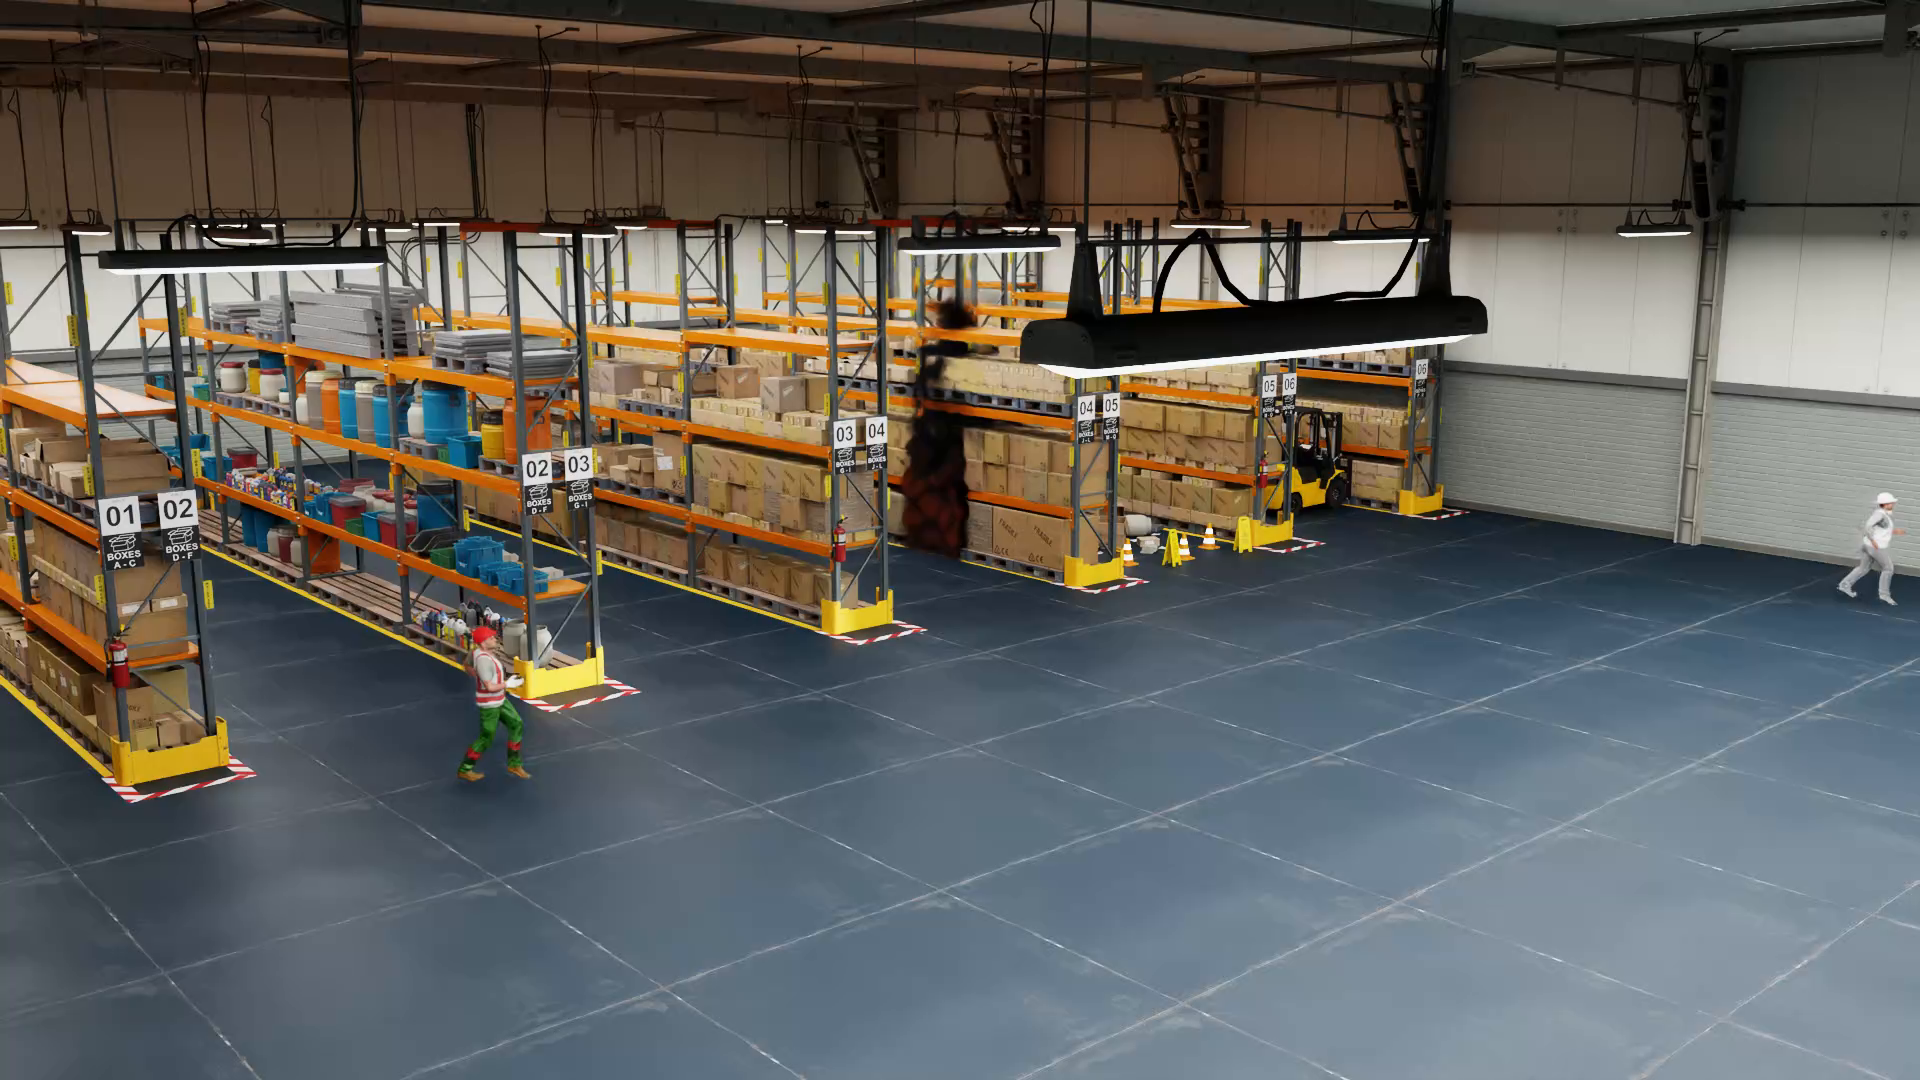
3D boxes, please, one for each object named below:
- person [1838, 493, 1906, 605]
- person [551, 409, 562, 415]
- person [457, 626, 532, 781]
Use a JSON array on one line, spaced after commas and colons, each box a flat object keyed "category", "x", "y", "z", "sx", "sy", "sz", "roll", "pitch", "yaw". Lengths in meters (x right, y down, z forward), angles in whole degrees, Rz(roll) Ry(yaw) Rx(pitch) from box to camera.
[{"category": "person", "x": 14.729, "y": 0.128, "z": 26.798, "sx": 0.896, "sy": 1.815, "sz": 0.590, "roll": 3, "pitch": 12, "yaw": 17}, {"category": "person", "x": -9.483, "y": -2.259, "z": 38.693, "sx": 0.678, "sy": 1.608, "sz": 0.990, "roll": -4, "pitch": 12, "yaw": -20}, {"category": "person", "x": -5.198, "y": 1.828, "z": 18.400, "sx": 0.792, "sy": 1.818, "sz": 0.669, "roll": -2, "pitch": 12, "yaw": -10}]
